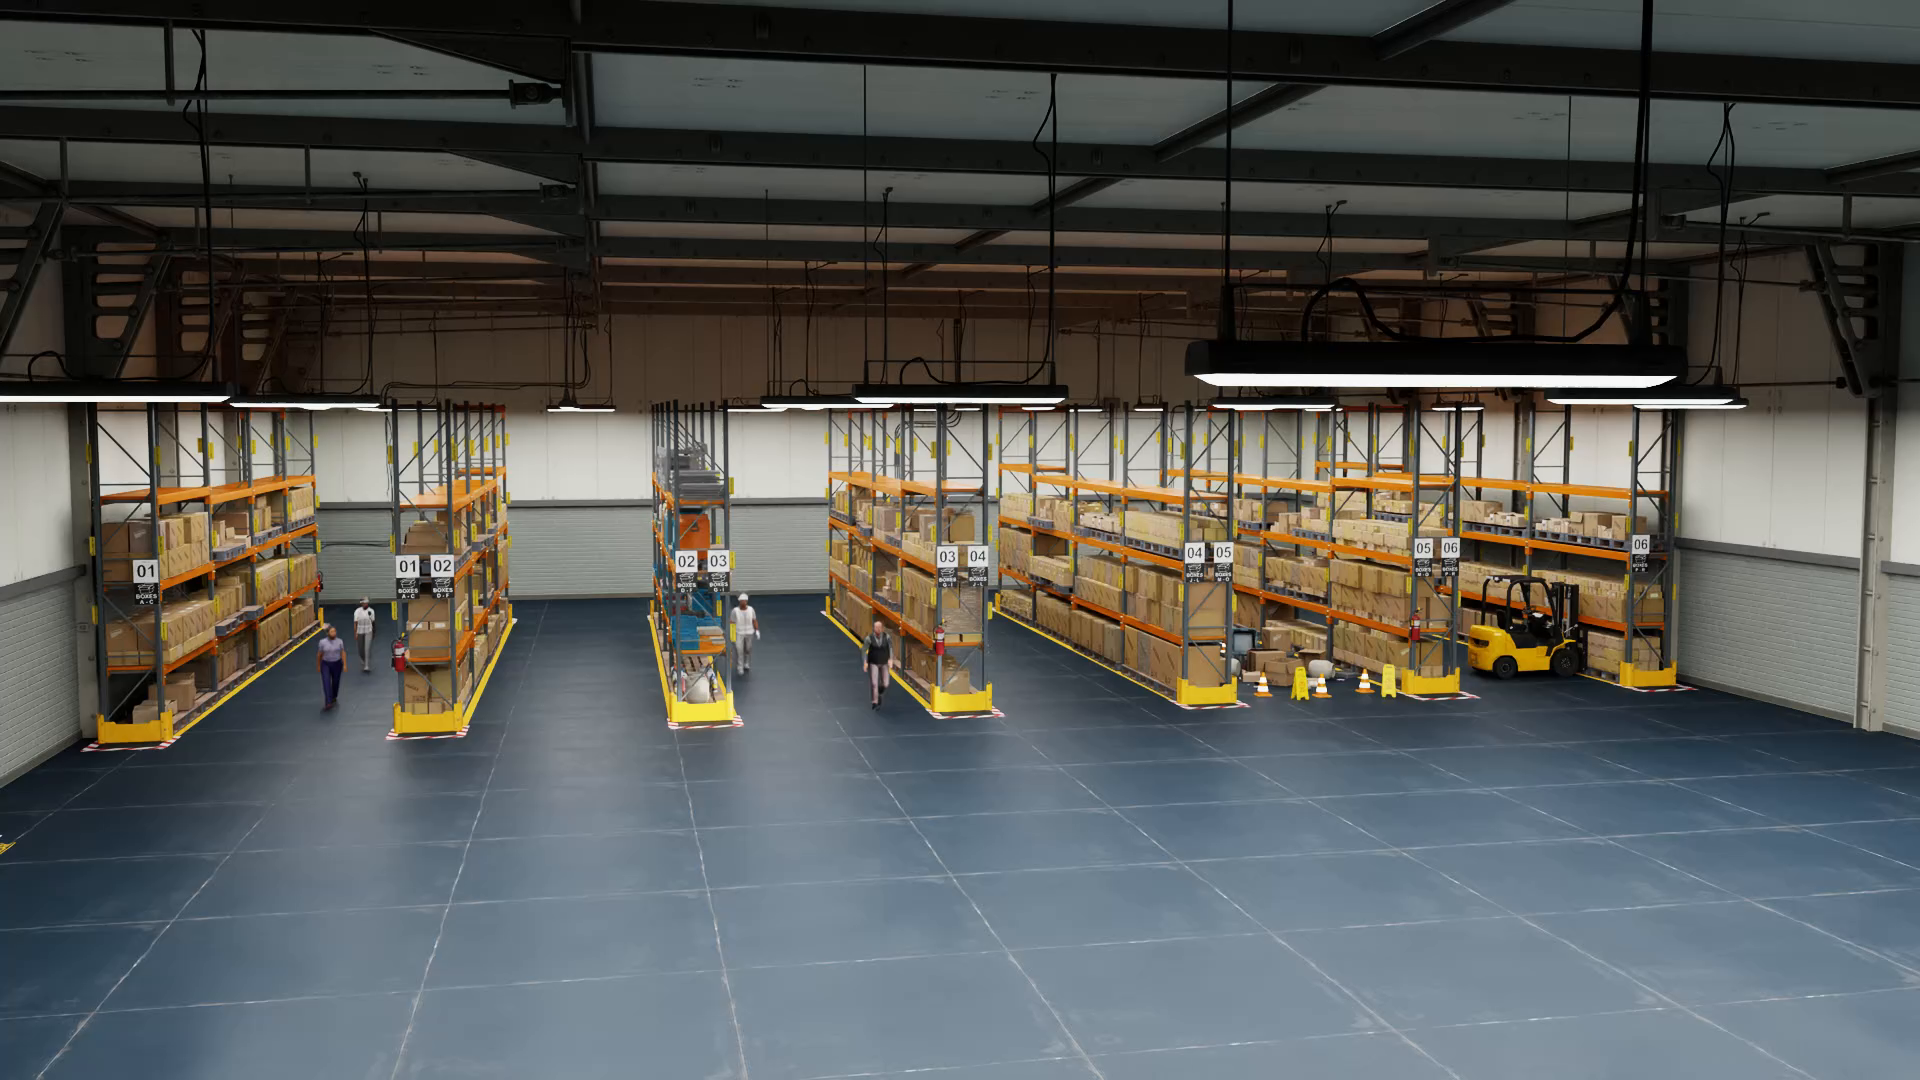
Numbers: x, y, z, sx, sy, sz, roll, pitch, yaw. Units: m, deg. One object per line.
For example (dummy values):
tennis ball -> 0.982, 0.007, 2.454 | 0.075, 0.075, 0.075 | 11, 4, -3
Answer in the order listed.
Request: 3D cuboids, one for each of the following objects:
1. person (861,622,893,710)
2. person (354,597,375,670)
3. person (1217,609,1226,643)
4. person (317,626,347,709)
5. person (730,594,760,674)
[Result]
person -> -1.619, 2.430, 32.545 | 0.633, 1.708, 0.601 | -1, 4, -13
person -> -13.376, 2.074, 37.367 | 0.431, 1.621, 1.045 | -1, 4, -12
person -> 6.572, 1.757, 41.570 | 0.465, 1.670, 0.495 | 4, 6, 44
person -> -12.282, 2.466, 32.518 | 0.537, 1.580, 1.069 | -2, 5, -27
person -> -4.753, 2.063, 36.759 | 0.622, 1.711, 1.087 | -1, 5, -17
